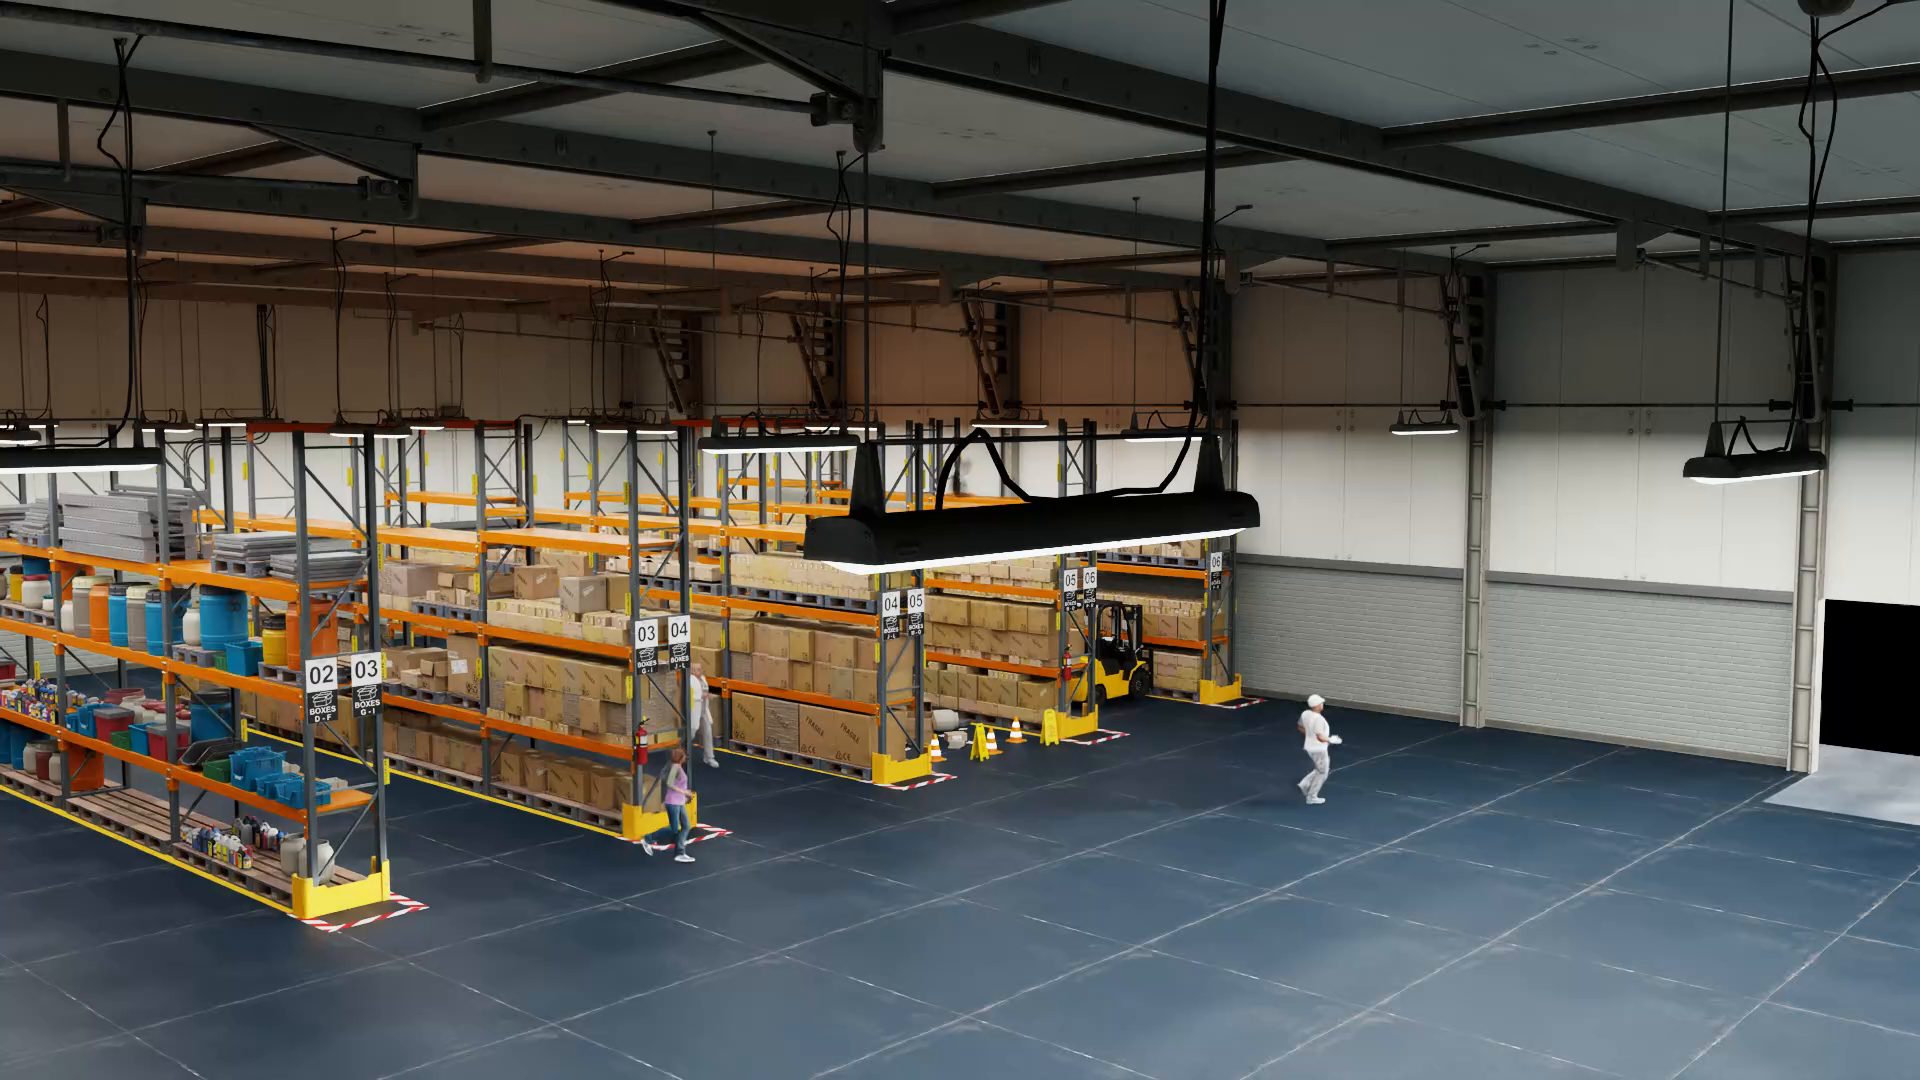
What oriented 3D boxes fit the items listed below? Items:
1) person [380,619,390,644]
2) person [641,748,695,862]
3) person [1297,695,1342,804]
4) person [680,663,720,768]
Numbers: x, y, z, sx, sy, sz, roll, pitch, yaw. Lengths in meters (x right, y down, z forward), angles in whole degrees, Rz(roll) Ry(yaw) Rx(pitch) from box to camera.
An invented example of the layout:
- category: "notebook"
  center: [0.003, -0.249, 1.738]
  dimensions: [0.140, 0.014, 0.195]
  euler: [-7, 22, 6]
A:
- category: "person"
  center: [-12.716, 2.534, 36.344]
  dimensions: [0.586, 1.678, 0.955]
  euler: [-4, 6, -41]
- category: "person"
  center: [-4.045, 3.678, 23.190]
  dimensions: [0.754, 1.535, 0.596]
  euler: [0, 5, 0]
- category: "person"
  center: [5.684, 3.306, 26.324]
  dimensions: [0.599, 1.736, 0.672]
  euler: [-1, 5, -8]
- category: "person"
  center: [-4.621, 3.040, 29.075]
  dimensions: [1.007, 1.798, 0.714]
  euler: [4, 6, 37]
